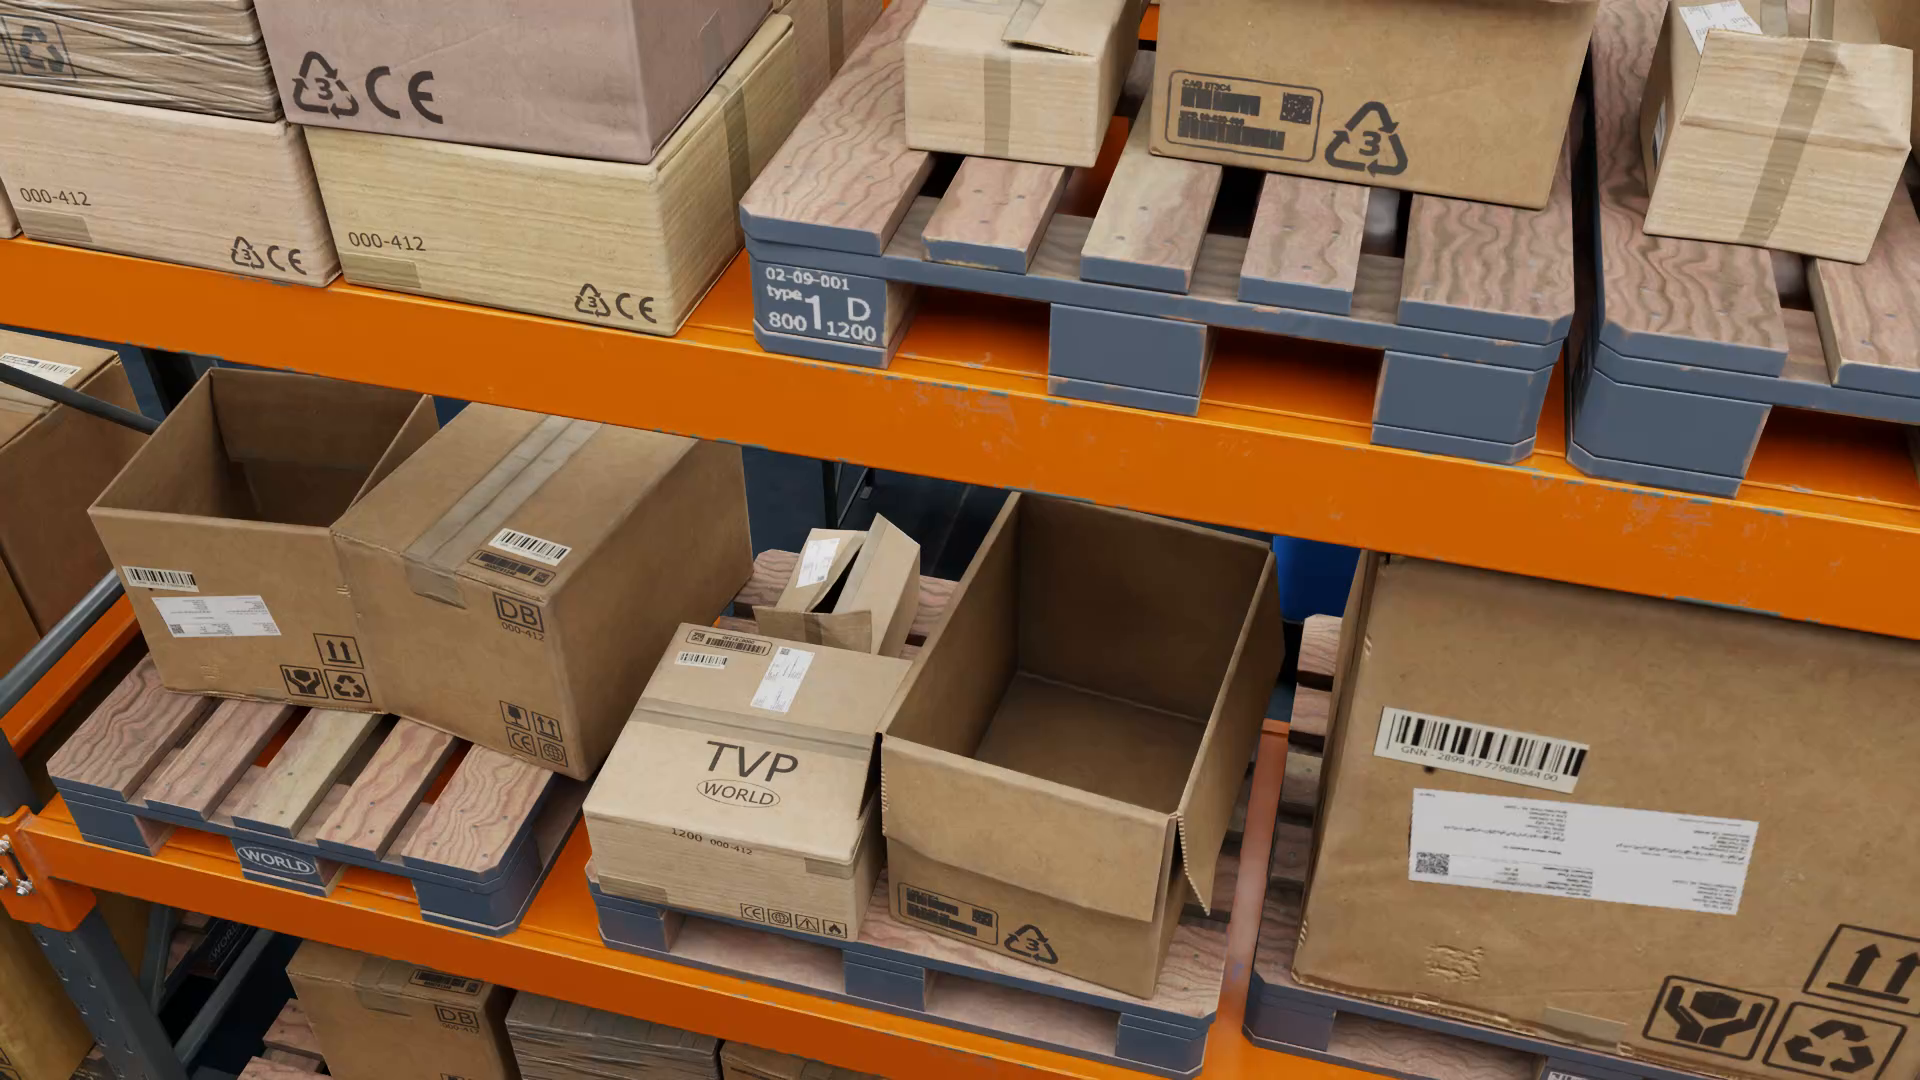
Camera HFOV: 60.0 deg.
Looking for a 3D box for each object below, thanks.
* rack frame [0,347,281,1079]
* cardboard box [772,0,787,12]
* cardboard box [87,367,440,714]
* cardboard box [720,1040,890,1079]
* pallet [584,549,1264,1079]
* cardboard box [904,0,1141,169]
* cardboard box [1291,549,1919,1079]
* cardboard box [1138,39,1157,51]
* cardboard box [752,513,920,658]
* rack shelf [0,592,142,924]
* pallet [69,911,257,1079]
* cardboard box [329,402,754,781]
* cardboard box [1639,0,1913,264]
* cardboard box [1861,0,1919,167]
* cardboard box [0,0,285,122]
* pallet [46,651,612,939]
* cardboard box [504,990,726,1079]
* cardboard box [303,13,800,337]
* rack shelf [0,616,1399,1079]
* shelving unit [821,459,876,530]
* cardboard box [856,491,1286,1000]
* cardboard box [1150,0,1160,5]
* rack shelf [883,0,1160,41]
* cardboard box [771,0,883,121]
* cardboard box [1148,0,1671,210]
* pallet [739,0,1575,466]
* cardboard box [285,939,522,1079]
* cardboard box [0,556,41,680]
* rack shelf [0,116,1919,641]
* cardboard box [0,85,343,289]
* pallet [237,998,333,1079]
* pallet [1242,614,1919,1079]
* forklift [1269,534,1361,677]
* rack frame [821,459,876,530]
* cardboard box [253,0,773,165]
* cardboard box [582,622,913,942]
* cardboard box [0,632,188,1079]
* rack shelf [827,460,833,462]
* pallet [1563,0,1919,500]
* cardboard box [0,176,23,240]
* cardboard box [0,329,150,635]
[{"bbox_3d":[-1.933,0.130,3.763,0.127,3.000,1.000,10,41,11],"label":"rack frame"},{"bbox_3d":[-0.435,-1.154,2.493,0.500,0.500,0.500,10,41,12],"label":"cardboard box"},{"bbox_3d":[-1.401,-0.004,3.518,0.500,0.500,0.500,5,40,6],"label":"cardboard box"},{"bbox_3d":[-0.192,1.192,4.100,0.500,0.500,0.700,13,42,15],"label":"cardboard box"},{"bbox_3d":[-0.011,0.507,3.463,1.213,0.211,1.003,10,41,11],"label":"pallet"},{"bbox_3d":[0.094,-0.674,2.243,0.250,0.166,0.380,9,41,10],"label":"cardboard box"},{"bbox_3d":[1.199,0.186,2.904,1.000,1.000,1.000,10,41,12],"label":"cardboard box"},{"bbox_3d":[0.857,-1.933,7.643,0.750,0.750,1.050,10,41,12],"label":"cardboard box"},{"bbox_3d":[-0.253,0.130,3.540,0.258,0.266,0.396,9,41,10],"label":"cardboard box"},{"bbox_3d":[-3.865,0.073,4.390,4.000,0.370,1.077,10,41,11],"label":"rack shelf"},{"bbox_3d":[-2.676,1.020,4.871,1.213,0.211,1.003,10,41,11],"label":"pallet"},{"bbox_3d":[-0.836,0.027,3.482,0.500,0.500,0.700,16,42,18],"label":"cardboard box"},{"bbox_3d":[0.997,-0.557,2.026,0.258,0.266,0.396,11,41,13],"label":"cardboard box"},{"bbox_3d":[1.502,-0.694,2.004,0.637,0.503,0.797,8,41,9],"label":"cardboard box"},{"bbox_3d":[-1.057,-0.924,2.219,0.500,0.500,0.500,10,41,12],"label":"cardboard box"},{"bbox_3d":[-1.217,0.256,3.762,1.003,0.211,1.213,10,41,11],"label":"pallet"},{"bbox_3d":[-0.742,1.102,4.207,0.500,0.500,0.700,7,40,8],"label":"cardboard box"},{"bbox_3d":[-0.550,-0.560,2.368,0.500,0.250,0.500,11,41,12],"label":"cardboard box"},{"bbox_3d":[-0.001,0.738,3.598,4.000,0.370,1.077,10,41,11],"label":"rack shelf"},{"bbox_3d":[0.082,-0.560,5.751,1.048,1.500,0.538,10,41,11],"label":"shelving unit"},{"bbox_3d":[0.232,0.364,3.077,0.637,0.503,0.797,14,42,16],"label":"cardboard box"},{"bbox_3d":[0.789,-2.564,6.892,0.500,0.500,0.500,10,41,11],"label":"cardboard box"},{"bbox_3d":[1.378,-2.327,7.247,4.000,0.370,1.077,10,41,11],"label":"rack shelf"},{"bbox_3d":[-0.444,-0.875,2.744,0.500,0.250,0.500,11,41,13],"label":"cardboard box"},{"bbox_3d":[0.592,-0.850,2.190,0.637,0.503,0.797,11,41,13],"label":"cardboard box"},{"bbox_3d":[0.359,-0.621,2.471,1.003,0.211,1.213,10,41,11],"label":"pallet"},{"bbox_3d":[-1.281,1.018,4.307,0.500,0.500,0.700,8,41,9],"label":"cardboard box"},{"bbox_3d":[-2.474,0.164,3.645,0.500,0.500,0.500,11,41,13],"label":"cardboard box"},{"bbox_3d":[-0.001,-0.411,2.633,4.000,0.370,1.077,10,41,11],"label":"rack shelf"},{"bbox_3d":[-1.049,-0.639,2.463,0.500,0.250,0.500,11,41,12],"label":"cardboard box"},{"bbox_3d":[-1.179,1.329,4.504,1.213,0.211,1.003,10,41,11],"label":"pallet"},{"bbox_3d":[1.230,0.651,3.291,1.213,0.211,1.003,10,41,11],"label":"pallet"},{"bbox_3d":[2.573,-0.723,4.831,3.031,2.935,1.130,9,41,11],"label":"forklift"},{"bbox_3d":[-0.409,-0.645,5.851,0.032,1.500,0.500,10,41,11],"label":"rack frame"},{"bbox_3d":[-0.569,-0.844,2.124,0.500,0.500,0.500,9,41,10],"label":"cardboard box"},{"bbox_3d":[-0.374,0.448,3.174,0.500,0.250,0.500,9,41,10],"label":"cardboard box"},{"bbox_3d":[-2.595,0.655,4.463,0.875,0.875,1.225,8,41,9],"label":"cardboard box"},{"bbox_3d":[0.082,-0.422,5.866,1.000,0.185,0.538,10,41,11],"label":"rack shelf"},{"bbox_3d":[1.362,-0.450,2.268,1.003,0.211,1.213,10,41,11],"label":"pallet"},{"bbox_3d":[-1.545,-0.725,2.565,0.500,0.250,0.500,10,41,12],"label":"cardboard box"},{"bbox_3d":[-2.333,-0.158,4.028,0.500,0.500,0.500,11,41,13],"label":"cardboard box"}]
